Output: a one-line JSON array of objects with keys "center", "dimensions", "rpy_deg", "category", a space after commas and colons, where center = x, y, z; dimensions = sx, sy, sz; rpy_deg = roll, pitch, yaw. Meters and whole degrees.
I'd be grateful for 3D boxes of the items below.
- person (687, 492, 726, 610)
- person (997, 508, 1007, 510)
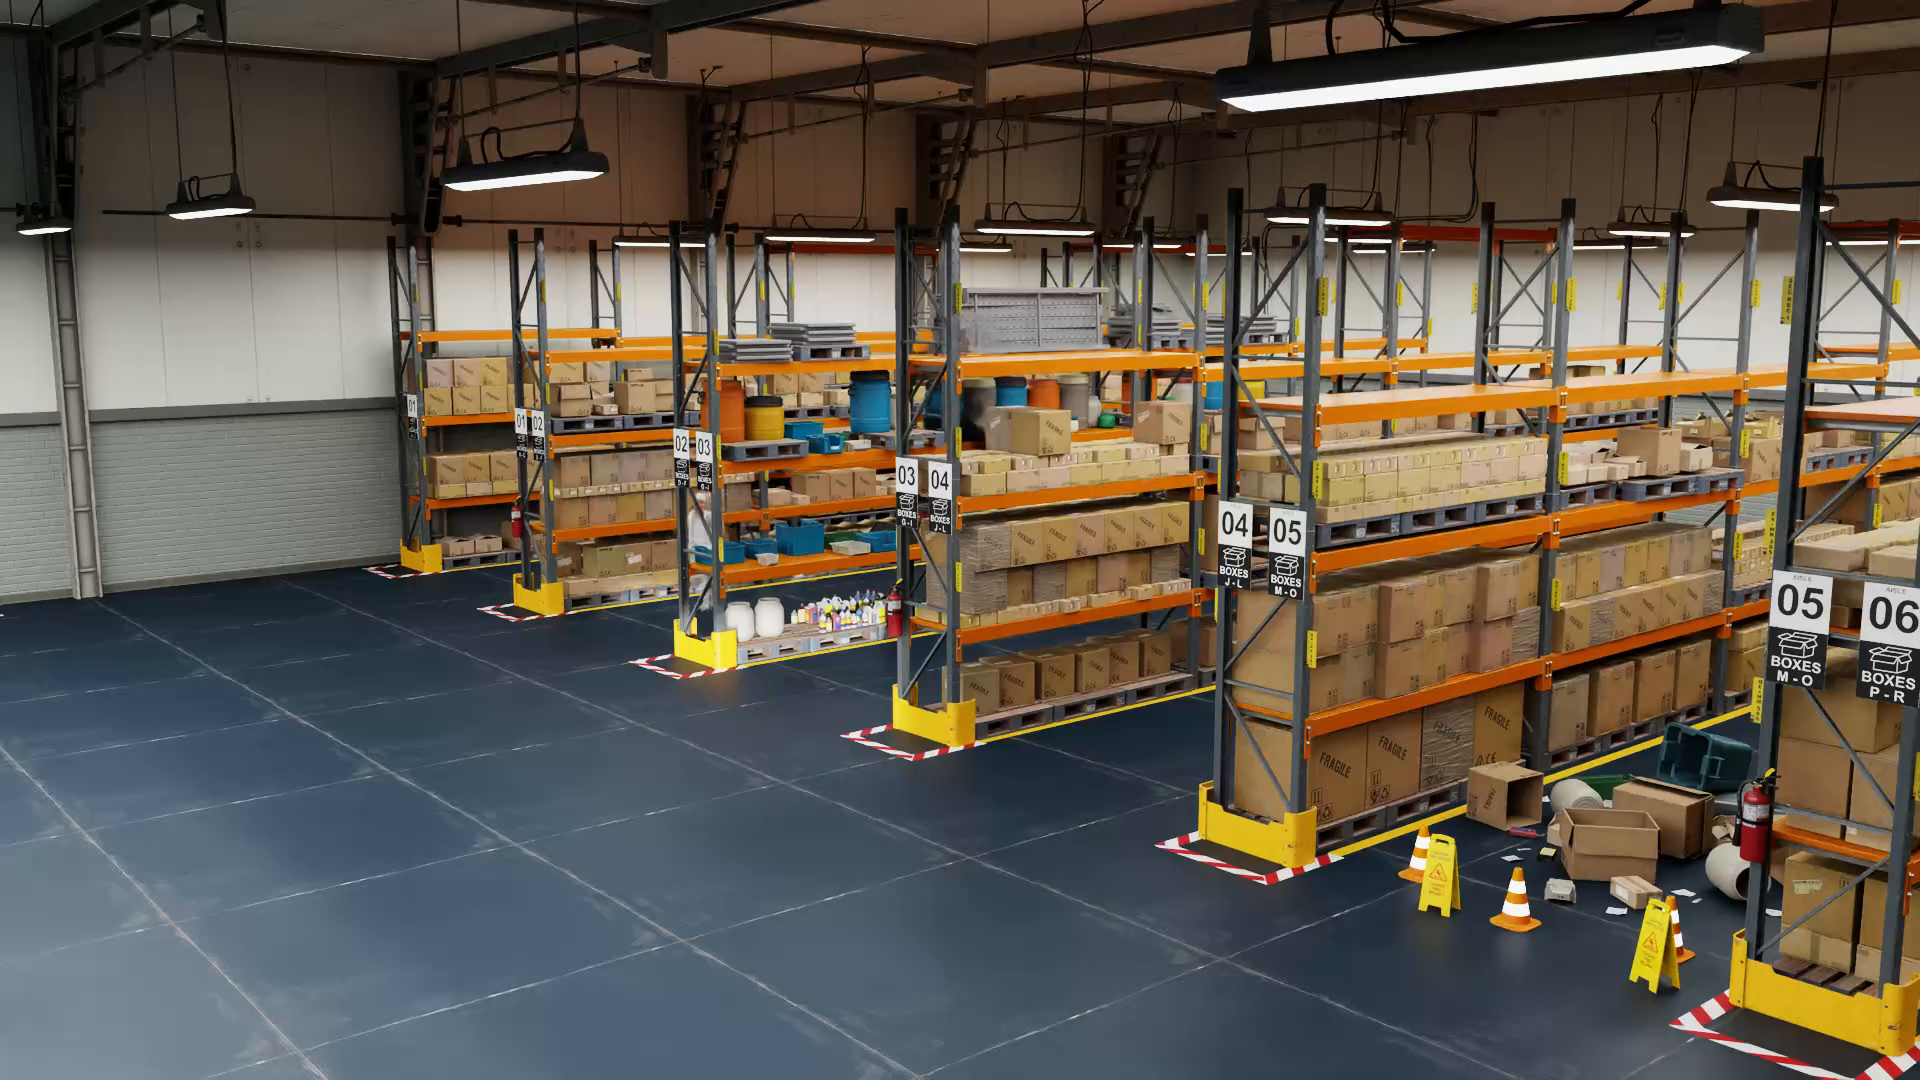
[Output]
[{"center": [-3.935, 0.180, 24.925], "dimensions": [0.643, 1.774, 0.618], "rpy_deg": [6, 11, 35], "category": "person"}, {"center": [0.721, -0.252, 29.791], "dimensions": [0.622, 1.760, 0.732], "rpy_deg": [7, 11, 40], "category": "person"}]
